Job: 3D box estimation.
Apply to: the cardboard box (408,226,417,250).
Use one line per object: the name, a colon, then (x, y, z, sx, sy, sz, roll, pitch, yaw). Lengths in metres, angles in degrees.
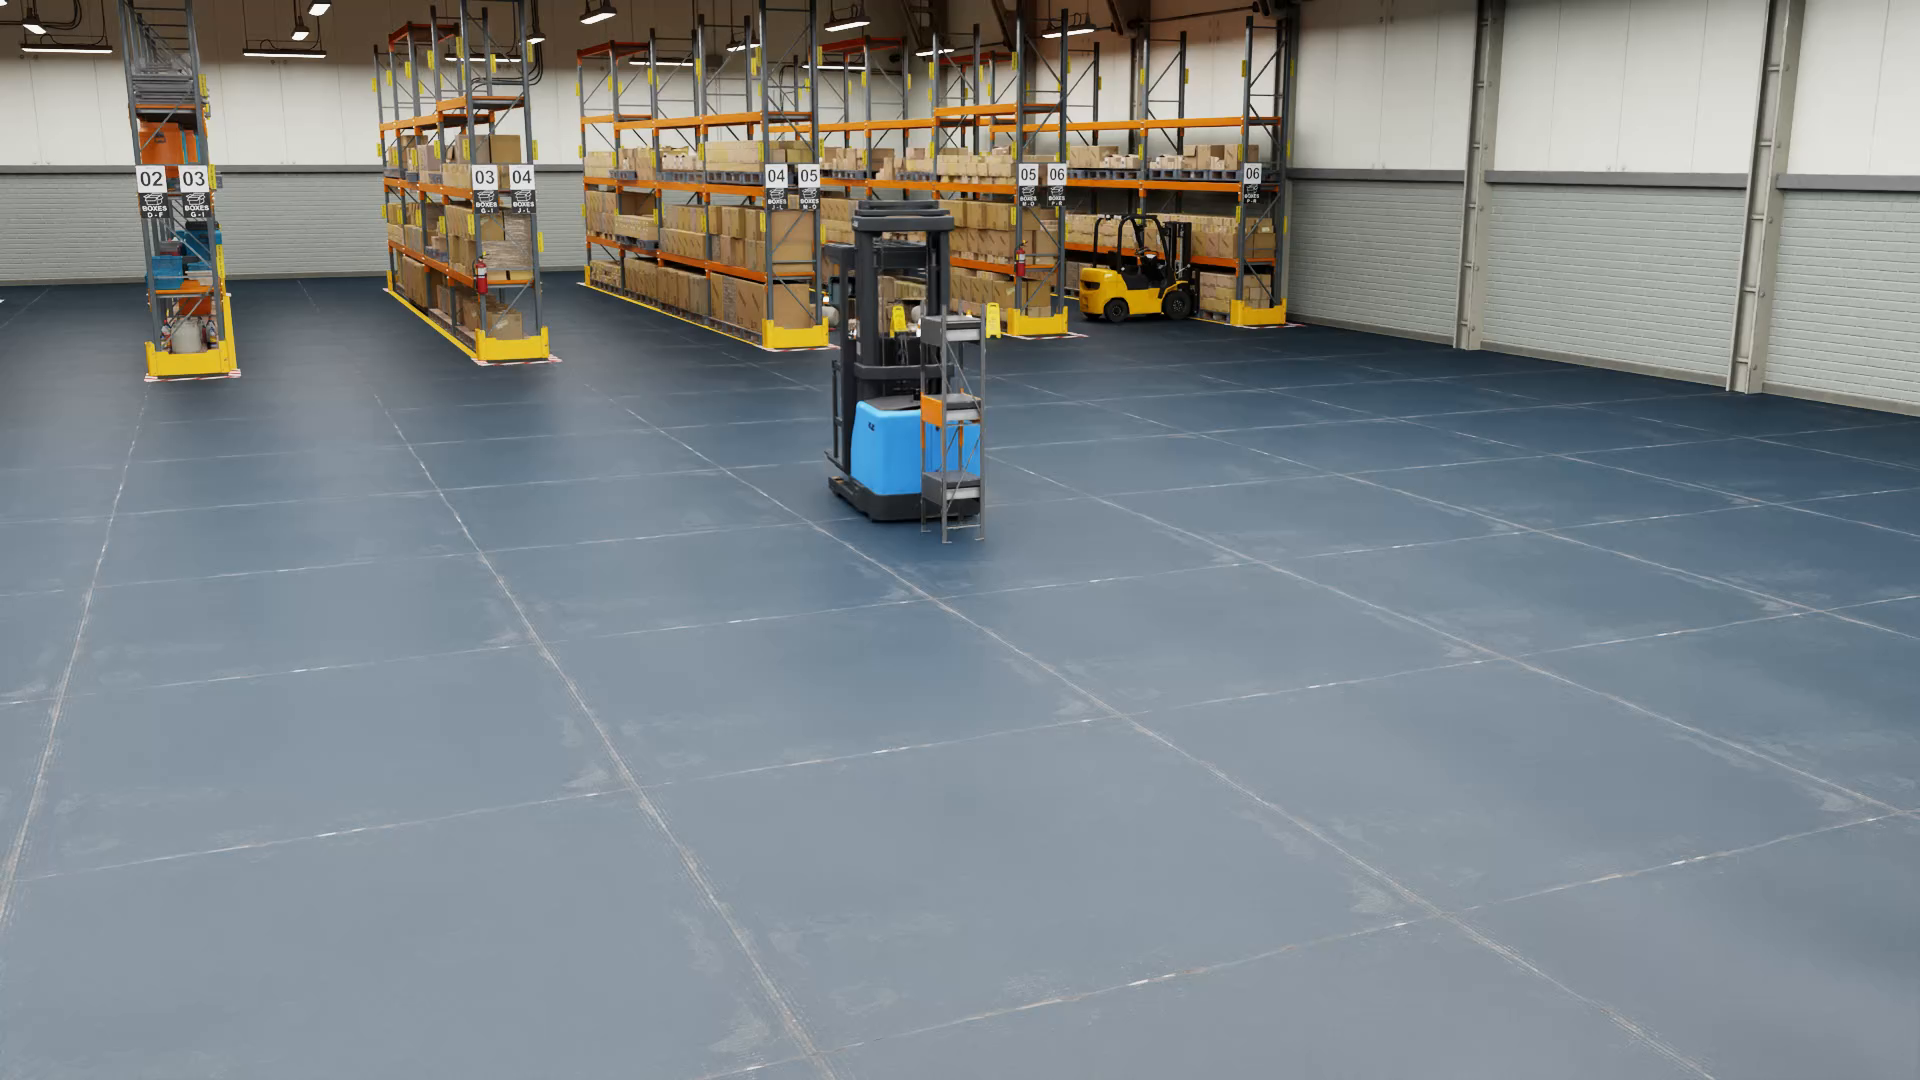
cardboard box: (-12.004, -6.740, 37.118, 0.500, 0.500, 0.500, -6, 14, -24)

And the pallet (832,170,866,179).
pallet: (-2.436, -8.813, 40.064, 1.003, 0.211, 1.213, -5, 14, -20)

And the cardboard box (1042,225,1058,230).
cardboard box: (2.253, -7.717, 41.187, 0.380, 0.149, 0.250, -5, 14, -22)

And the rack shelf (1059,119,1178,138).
rack shelf: (3.669, -9.498, 38.434, 1.077, 0.370, 4.000, -6, 14, -23)

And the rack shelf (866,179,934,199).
rack shelf: (-0.878, -7.783, 36.787, 1.077, 0.370, 4.000, -6, 14, -23)

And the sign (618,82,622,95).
sign: (-8.862, -11.771, 43.347, 0.100, 0.325, 0.005, -6, 14, -23)

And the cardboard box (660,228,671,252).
cardboard box: (-6.241, -6.548, 36.290, 0.500, 0.500, 0.500, -5, 14, -22)

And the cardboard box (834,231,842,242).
cardboard box: (-2.756, -7.405, 40.546, 0.500, 0.250, 0.500, -6, 14, -24)

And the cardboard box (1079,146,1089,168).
cardboard box: (3.228, -9.031, 39.209, 0.700, 0.500, 0.500, -6, 14, -24)

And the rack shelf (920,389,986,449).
rack shelf: (-0.066, -1.044, 14.784, 0.431, 0.518, 0.480, -6, 14, -23)

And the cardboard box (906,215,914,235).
cardboard box: (-0.873, -6.941, 36.394, 0.500, 0.500, 0.500, -5, 14, -21)

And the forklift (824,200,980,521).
forklift: (-0.707, -1.889, 16.532, 1.130, 2.935, 3.031, -4, 14, -17)

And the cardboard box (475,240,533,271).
cardboard box: (-7.749, -4.847, 28.277, 0.875, 0.500, 0.500, -6, 14, -23)

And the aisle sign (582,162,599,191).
aisle sign: (-9.683, -9.524, 43.604, 0.394, 0.787, 0.004, -6, 14, -23)

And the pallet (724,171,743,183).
pallet: (-3.769, -6.787, 31.087, 1.003, 0.211, 1.213, -6, 14, -23)

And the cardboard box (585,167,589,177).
cardboard box: (-9.433, -9.542, 43.127, 0.500, 0.250, 0.500, -5, 14, -21)

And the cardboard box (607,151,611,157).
cardboard box: (-8.404, -9.410, 40.561, 0.380, 0.149, 0.250, -6, 14, -23)

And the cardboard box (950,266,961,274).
cardboard box: (-0.092, -5.627, 34.597, 0.380, 0.149, 0.250, -5, 14, -22)

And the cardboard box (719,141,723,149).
cardboard box: (-4.327, -7.455, 31.411, 0.380, 0.149, 0.250, -5, 14, -22)

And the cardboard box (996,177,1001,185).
cardboard box: (0.922, -6.926, 32.047, 0.380, 0.149, 0.250, -5, 14, -21)

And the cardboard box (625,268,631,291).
cardboard box: (-7.723, -6.253, 39.849, 0.500, 0.500, 0.500, -5, 14, -21)

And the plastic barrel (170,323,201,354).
plastic barrel: (-12.426, -3.211, 26.678, 0.421, 0.512, 0.421, 0, 13, 0)

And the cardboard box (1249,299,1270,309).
cardboard box: (6.055, -4.865, 34.406, 0.500, 0.250, 0.500, -6, 14, -23)

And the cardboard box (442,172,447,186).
cardboard box: (-9.211, -6.636, 30.568, 0.500, 0.250, 0.500, -6, 14, -25)

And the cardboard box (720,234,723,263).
cardboard box: (-4.172, -5.677, 32.413, 0.875, 0.550, 0.550, -6, 14, -23)

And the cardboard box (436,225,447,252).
cardboard box: (-9.936, -5.968, 32.844, 0.797, 0.503, 0.637, -4, 14, -17)

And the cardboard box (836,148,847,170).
cardboard box: (-2.650, -9.138, 39.893, 0.500, 0.500, 0.500, -5, 14, -22)

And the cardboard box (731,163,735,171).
cardboard box: (-4.023, -6.910, 30.824, 0.380, 0.149, 0.250, -5, 14, -22)

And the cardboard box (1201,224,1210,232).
cardboard box: (5.260, -6.505, 34.662, 0.380, 0.149, 0.250, -6, 14, -25)

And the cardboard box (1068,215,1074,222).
cardboard box: (2.834, -7.751, 40.048, 0.380, 0.149, 0.250, -5, 14, -22)

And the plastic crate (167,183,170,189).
plastic crate: (-13.312, -5.924, 27.629, 0.336, 0.188, 0.450, -6, 14, -23)

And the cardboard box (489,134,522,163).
cardboard box: (-7.902, -6.767, 28.812, 0.500, 0.500, 0.500, -6, 14, -23)

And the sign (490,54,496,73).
sign: (-8.652, -8.825, 30.796, 0.100, 0.325, 0.005, -6, 14, -23)

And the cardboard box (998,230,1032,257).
cardboard box: (1.056, -5.713, 32.020, 0.500, 0.500, 0.500, -6, 14, -24)

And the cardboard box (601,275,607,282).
cardboard box: (-8.965, -6.685, 42.492, 0.380, 0.149, 0.250, -6, 14, -26)

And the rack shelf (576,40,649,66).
rack shelf: (-8.577, -12.048, 41.193, 1.077, 0.370, 4.000, -6, 14, -23)

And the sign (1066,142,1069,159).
sign: (2.023, -7.368, 31.463, 0.100, 0.325, 0.005, -6, 14, -23)

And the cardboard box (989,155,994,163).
cardboard box: (0.787, -7.419, 32.408, 0.380, 0.149, 0.250, -6, 14, -23)

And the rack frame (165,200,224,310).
rack frame: (-16.899, -6.569, 36.600, 1.000, 3.000, 0.127, -6, 14, -23)

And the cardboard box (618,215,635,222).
cardboard box: (-7.922, -7.635, 39.514, 0.380, 0.149, 0.250, -5, 14, -21)

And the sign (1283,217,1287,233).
sign: (6.583, -6.390, 33.733, 0.100, 0.325, 0.005, -6, 14, -23)

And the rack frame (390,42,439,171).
rack frame: (-12.361, -9.939, 37.856, 1.000, 3.000, 0.127, -6, 14, -23)

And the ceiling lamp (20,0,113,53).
ceiling lamp: (-21.823, -13.495, 40.275, 2.000, 3.185, 0.800, -6, 14, -23)

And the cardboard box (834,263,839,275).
cardboard box: (-2.590, -6.774, 41.267, 0.875, 0.875, 0.875, -5, 14, -21)

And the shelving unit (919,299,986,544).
shelving unit: (-0.066, -1.057, 14.781, 0.431, 2.100, 0.503, -6, 14, -23)

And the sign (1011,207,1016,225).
sign: (1.009, -6.104, 31.323, 0.100, 0.325, 0.005, -6, 14, -23)

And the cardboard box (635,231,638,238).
cardboard box: (-7.200, -6.971, 37.965, 0.380, 0.149, 0.250, -6, 14, -25)

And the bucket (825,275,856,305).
bucket: (-2.405, -5.116, 34.213, 0.726, 0.611, 0.620, -1, 3, -4)

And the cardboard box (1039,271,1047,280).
cardboard box: (2.311, -6.693, 41.749, 0.500, 0.500, 0.500, -6, 14, -24)

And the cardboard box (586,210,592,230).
cardboard box: (-9.452, -8.346, 43.395, 0.500, 0.500, 0.500, -5, 14, -20)

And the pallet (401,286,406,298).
pallet: (-13.087, -6.074, 40.647, 1.003, 0.211, 1.213, -6, 14, -23)

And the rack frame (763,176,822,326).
rack frame: (-2.969, -4.964, 29.666, 1.000, 3.000, 0.127, -6, 14, -23)

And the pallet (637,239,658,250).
pallet: (-6.557, -6.661, 37.423, 1.213, 0.211, 1.003, -6, 14, -23)

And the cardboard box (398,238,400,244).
cardboard box: (-13.093, -7.087, 39.394, 0.380, 0.149, 0.250, -5, 14, -22)
